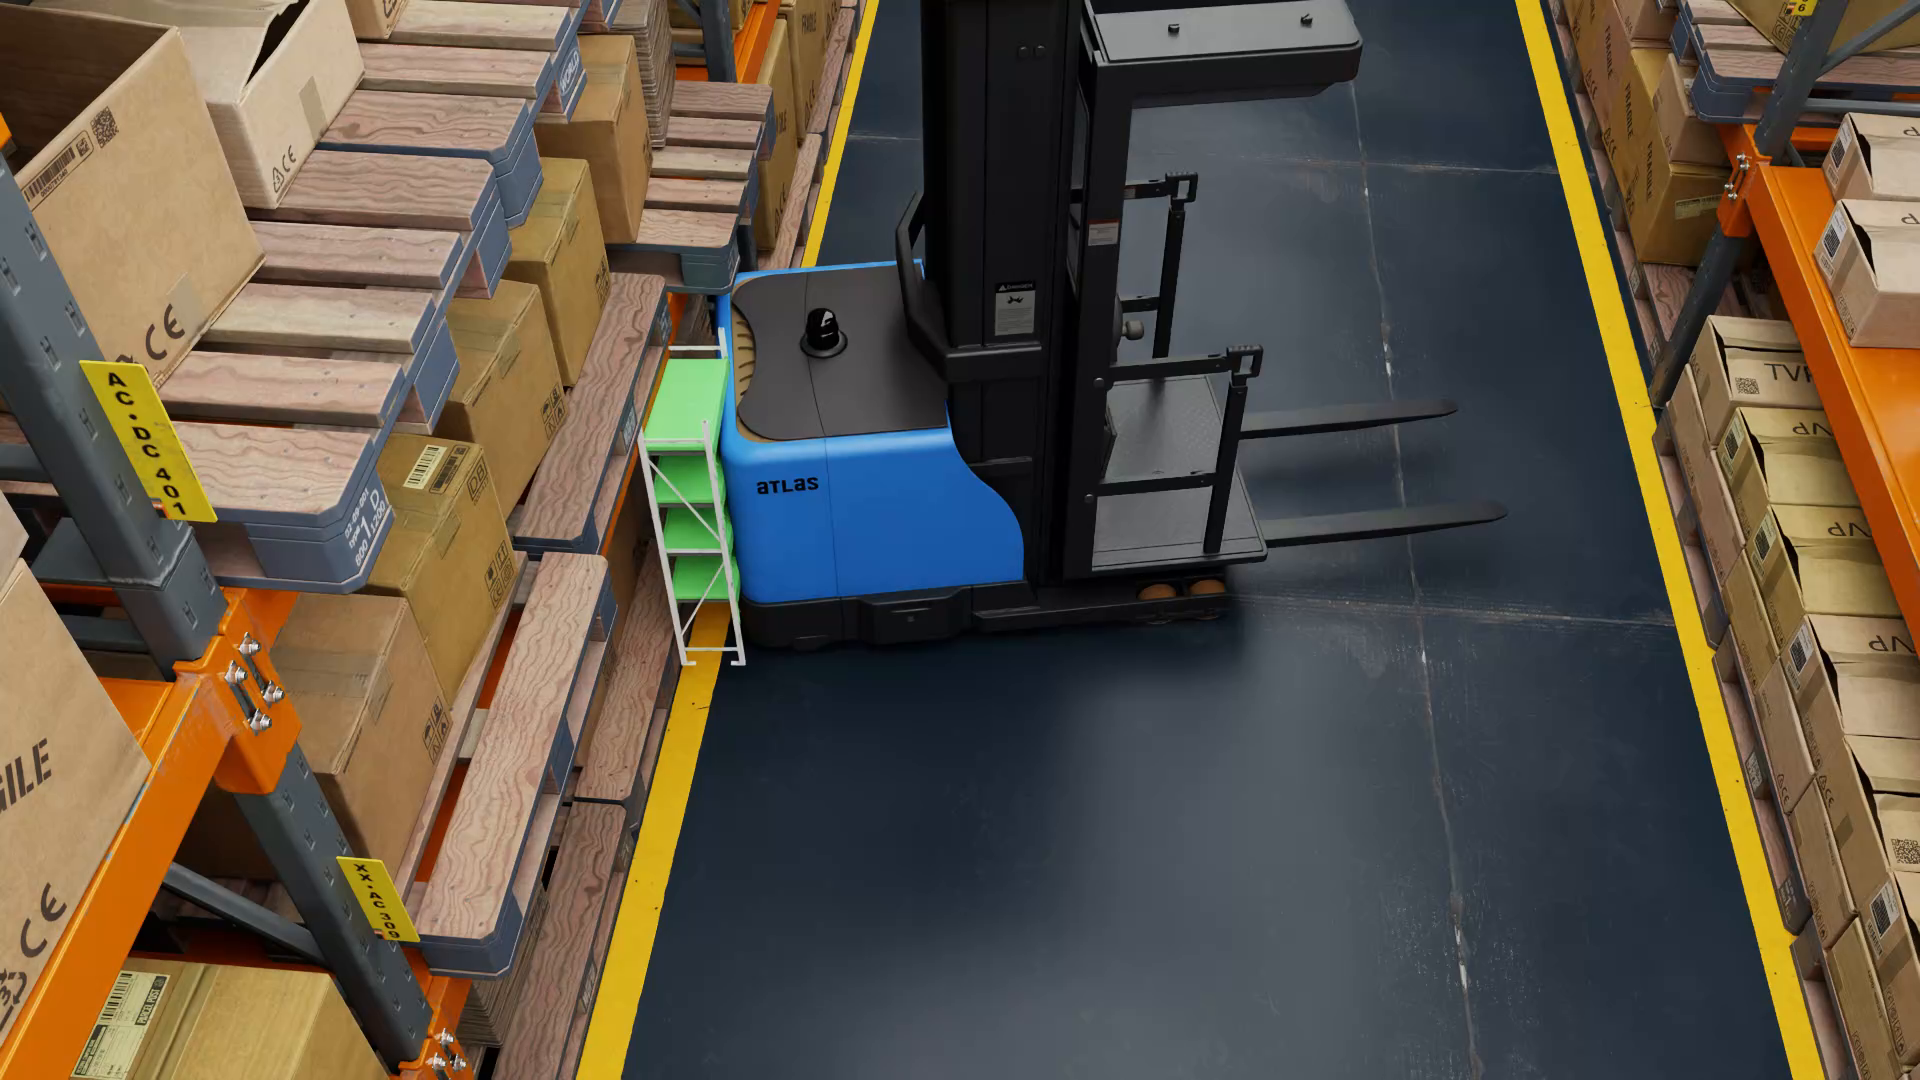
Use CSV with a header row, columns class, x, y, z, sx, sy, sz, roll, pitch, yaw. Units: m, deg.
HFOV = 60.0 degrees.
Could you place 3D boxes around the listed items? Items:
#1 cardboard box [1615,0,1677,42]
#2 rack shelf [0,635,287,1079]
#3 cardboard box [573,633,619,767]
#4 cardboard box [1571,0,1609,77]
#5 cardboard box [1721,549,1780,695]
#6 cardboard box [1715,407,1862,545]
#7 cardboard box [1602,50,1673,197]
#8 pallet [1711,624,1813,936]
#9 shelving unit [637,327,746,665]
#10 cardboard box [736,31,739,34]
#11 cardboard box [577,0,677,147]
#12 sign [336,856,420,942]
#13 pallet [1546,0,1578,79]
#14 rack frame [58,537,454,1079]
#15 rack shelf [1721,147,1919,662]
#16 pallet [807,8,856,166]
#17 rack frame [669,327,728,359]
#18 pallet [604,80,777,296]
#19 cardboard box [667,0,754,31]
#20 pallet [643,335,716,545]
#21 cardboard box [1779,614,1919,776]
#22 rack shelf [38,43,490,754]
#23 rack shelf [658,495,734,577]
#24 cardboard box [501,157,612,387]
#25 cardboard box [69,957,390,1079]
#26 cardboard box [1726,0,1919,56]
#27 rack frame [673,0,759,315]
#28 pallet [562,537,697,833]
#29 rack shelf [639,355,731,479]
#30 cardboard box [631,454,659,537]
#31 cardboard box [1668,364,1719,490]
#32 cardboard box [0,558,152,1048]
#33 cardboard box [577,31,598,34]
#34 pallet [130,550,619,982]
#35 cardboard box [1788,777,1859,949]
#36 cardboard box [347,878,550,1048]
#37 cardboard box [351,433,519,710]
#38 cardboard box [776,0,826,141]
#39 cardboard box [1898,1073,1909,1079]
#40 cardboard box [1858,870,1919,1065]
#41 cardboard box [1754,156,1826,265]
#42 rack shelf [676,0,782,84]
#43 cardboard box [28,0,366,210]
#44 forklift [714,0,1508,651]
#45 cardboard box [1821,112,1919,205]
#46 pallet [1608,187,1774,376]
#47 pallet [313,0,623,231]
class,x,y,z,sx,sy,sz,roll,pitch,yaw
cardboard box,3.485,-2.650,8.055,0.500,0.250,0.500,3,48,3
rack shelf,-1.937,1.714,1.630,1.077,0.370,4.000,4,48,4
cardboard box,-1.620,0.412,5.763,0.700,0.500,0.500,4,48,4
cardboard box,3.531,-2.741,8.646,0.500,0.500,0.500,4,48,4
cardboard box,3.117,0.308,6.040,0.500,0.250,0.500,3,48,2
cardboard box,3.164,-0.247,6.167,0.500,0.311,0.500,3,48,3
cardboard box,3.442,-1.983,7.953,0.500,0.500,0.500,2,48,2
pallet,3.316,0.842,5.863,1.003,0.211,1.213,4,48,4
shelving unit,-0.930,-0.132,5.995,0.258,1.200,0.503,0,45,1
cardboard box,-1.098,-2.259,6.966,0.380,0.149,0.250,4,48,4
cardboard box,-1.423,-1.762,5.989,0.700,0.500,0.500,-1,48,-1
sign,-1.214,0.752,3.468,0.100,0.325,0.005,4,48,4
pallet,3.871,-2.993,9.371,1.003,0.211,1.213,4,48,4
rack frame,-1.755,1.014,3.816,1.000,3.000,0.127,4,48,4
rack shelf,3.361,0.117,5.124,1.077,0.370,4.000,4,48,4
pallet,-1.129,-2.453,8.876,1.003,0.211,1.213,4,48,4
rack frame,-0.928,-0.304,6.168,0.240,1.200,0.015,0,45,1
pallet,-1.349,-1.330,6.090,1.213,0.211,1.003,4,48,4
cardboard box,-1.091,-2.406,6.661,0.500,0.500,0.500,5,48,5
pallet,-1.463,-0.410,7.008,1.003,0.211,1.213,4,48,4
cardboard box,3.069,0.506,5.479,0.500,0.311,0.500,3,48,3
rack shelf,-1.572,-1.226,4.319,1.077,0.370,4.000,4,48,4
rack shelf,-0.929,-0.087,6.040,0.258,0.148,0.480,0,45,1
cardboard box,-1.514,-0.845,5.150,0.700,0.500,0.500,4,48,4
cardboard box,-1.490,1.173,3.251,0.500,0.500,0.500,4,48,3
cardboard box,3.488,-2.241,6.441,0.700,0.500,0.500,-11,48,-10
rack frame,-1.390,-1.926,6.504,1.000,3.000,0.127,4,48,4
pallet,-1.577,0.484,6.191,1.003,0.211,1.213,4,48,4
rack shelf,-0.935,-0.426,5.701,0.258,0.148,0.480,0,45,1
cardboard box,-1.567,-0.327,6.438,0.700,0.500,0.500,4,48,3
cardboard box,3.203,-0.444,6.728,0.500,0.250,0.500,4,48,3
cardboard box,-1.555,0.350,2.309,0.500,0.500,0.500,5,48,5
cardboard box,-1.406,-1.834,5.615,0.380,0.149,0.250,-3,48,-3
pallet,-1.540,0.527,4.392,1.003,0.211,1.213,4,48,4
cardboard box,3.022,1.059,5.354,0.500,0.250,0.500,5,48,4
cardboard box,-1.704,1.167,5.072,0.700,0.500,0.500,5,48,5
cardboard box,-1.616,0.050,4.332,0.700,0.500,0.500,8,48,8
cardboard box,-1.106,-2.517,8.217,0.750,0.750,0.750,4,48,3
cardboard box,2.928,1.806,4.670,0.500,0.250,0.500,3,48,3
cardboard box,2.971,1.241,4.806,0.500,0.311,0.500,5,48,5
cardboard box,3.912,-1.600,7.603,0.500,0.500,0.500,2,48,2
rack shelf,-1.208,-3.153,8.114,1.077,0.370,4.000,4,48,4
cardboard box,-1.569,-0.959,3.364,0.500,0.311,0.500,5,48,5
forklift,0.622,-1.046,5.746,3.031,2.935,1.130,-5,48,-5
cardboard box,3.467,-1.301,5.993,0.500,0.311,0.500,7,48,6
pallet,3.649,-1.200,7.731,1.003,0.211,1.213,4,48,4
pallet,-1.501,-1.144,3.884,1.213,0.211,1.003,4,48,4
